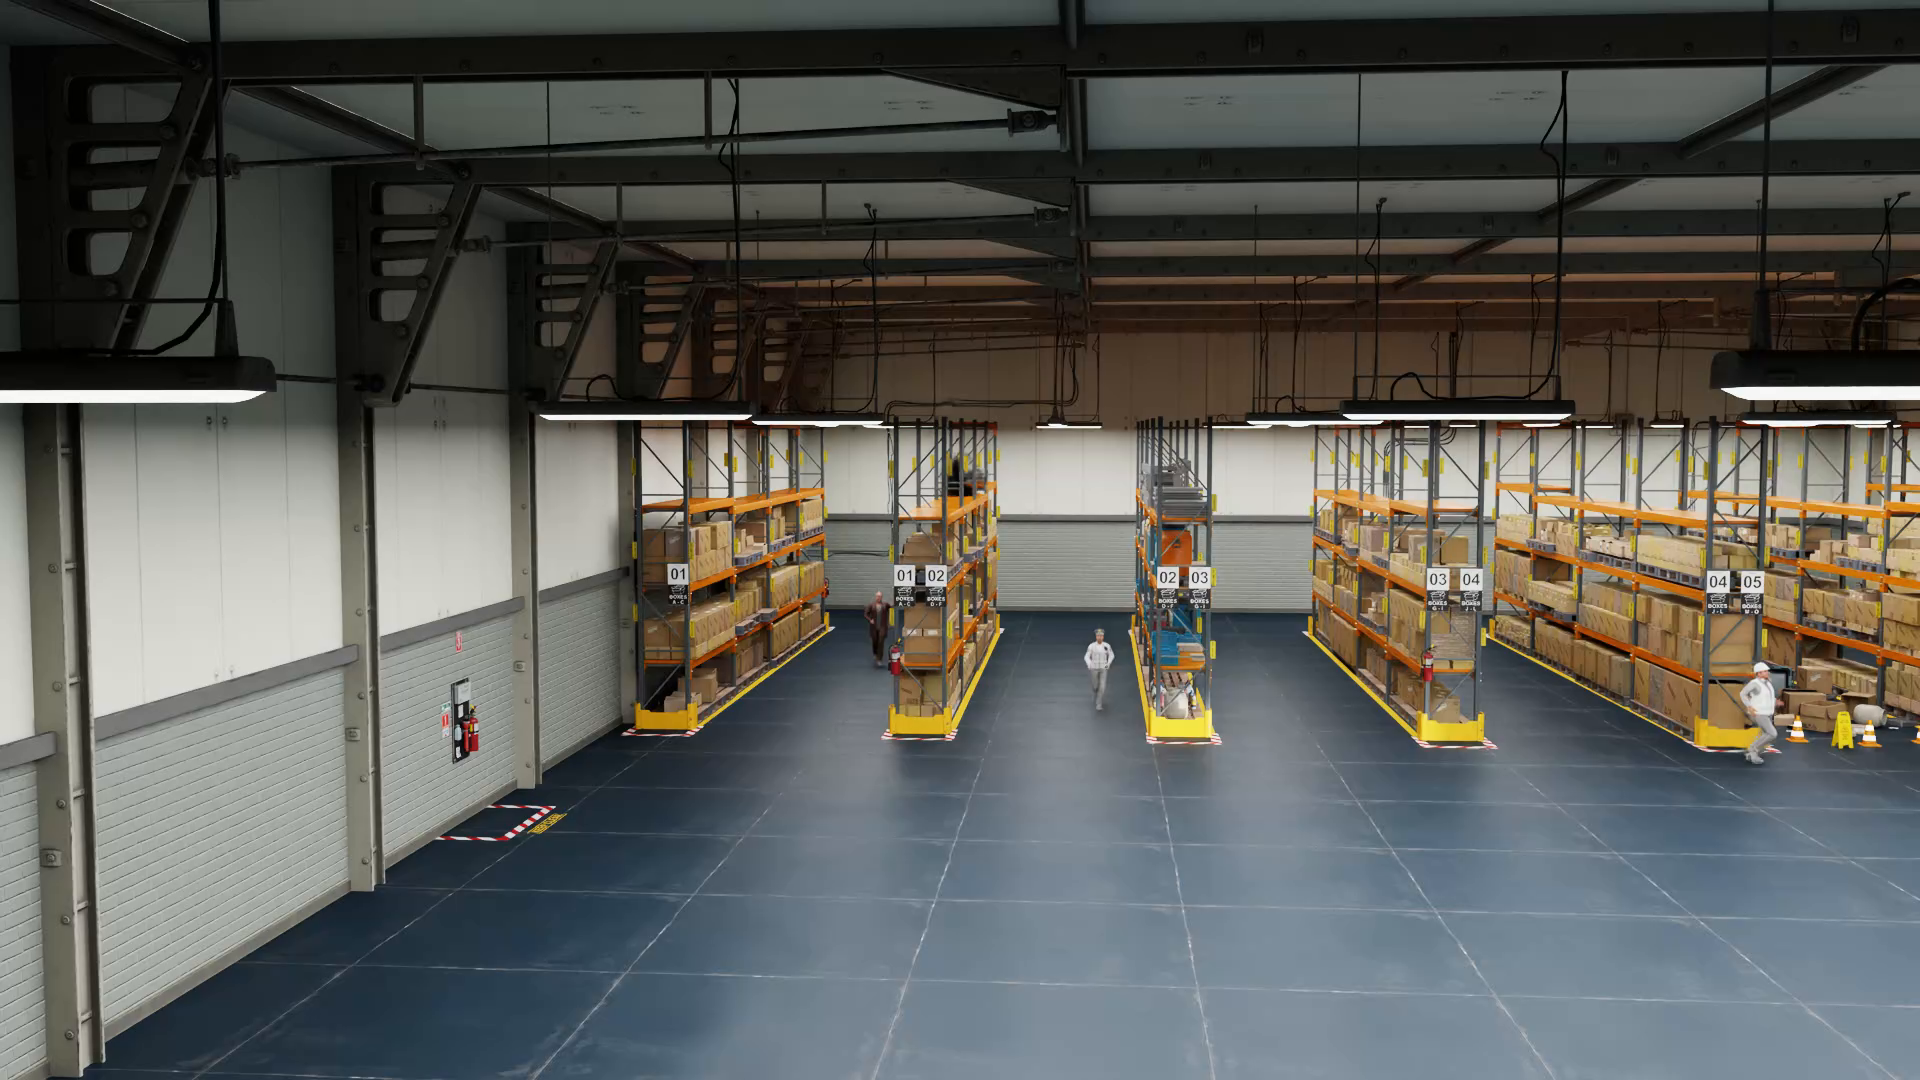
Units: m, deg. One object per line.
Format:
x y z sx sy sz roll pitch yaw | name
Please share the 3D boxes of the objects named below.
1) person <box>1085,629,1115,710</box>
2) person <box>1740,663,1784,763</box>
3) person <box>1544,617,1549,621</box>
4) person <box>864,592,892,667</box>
2.887 2.656 34.353 0.615 1.658 0.642 0 4 2 | person
13.788 2.975 28.520 0.641 1.733 0.646 -3 5 -38 | person
16.581 1.883 46.638 0.612 1.581 0.842 -2 4 -32 | person
-1.993 2.171 40.908 0.736 1.789 0.898 0 4 -1 | person
